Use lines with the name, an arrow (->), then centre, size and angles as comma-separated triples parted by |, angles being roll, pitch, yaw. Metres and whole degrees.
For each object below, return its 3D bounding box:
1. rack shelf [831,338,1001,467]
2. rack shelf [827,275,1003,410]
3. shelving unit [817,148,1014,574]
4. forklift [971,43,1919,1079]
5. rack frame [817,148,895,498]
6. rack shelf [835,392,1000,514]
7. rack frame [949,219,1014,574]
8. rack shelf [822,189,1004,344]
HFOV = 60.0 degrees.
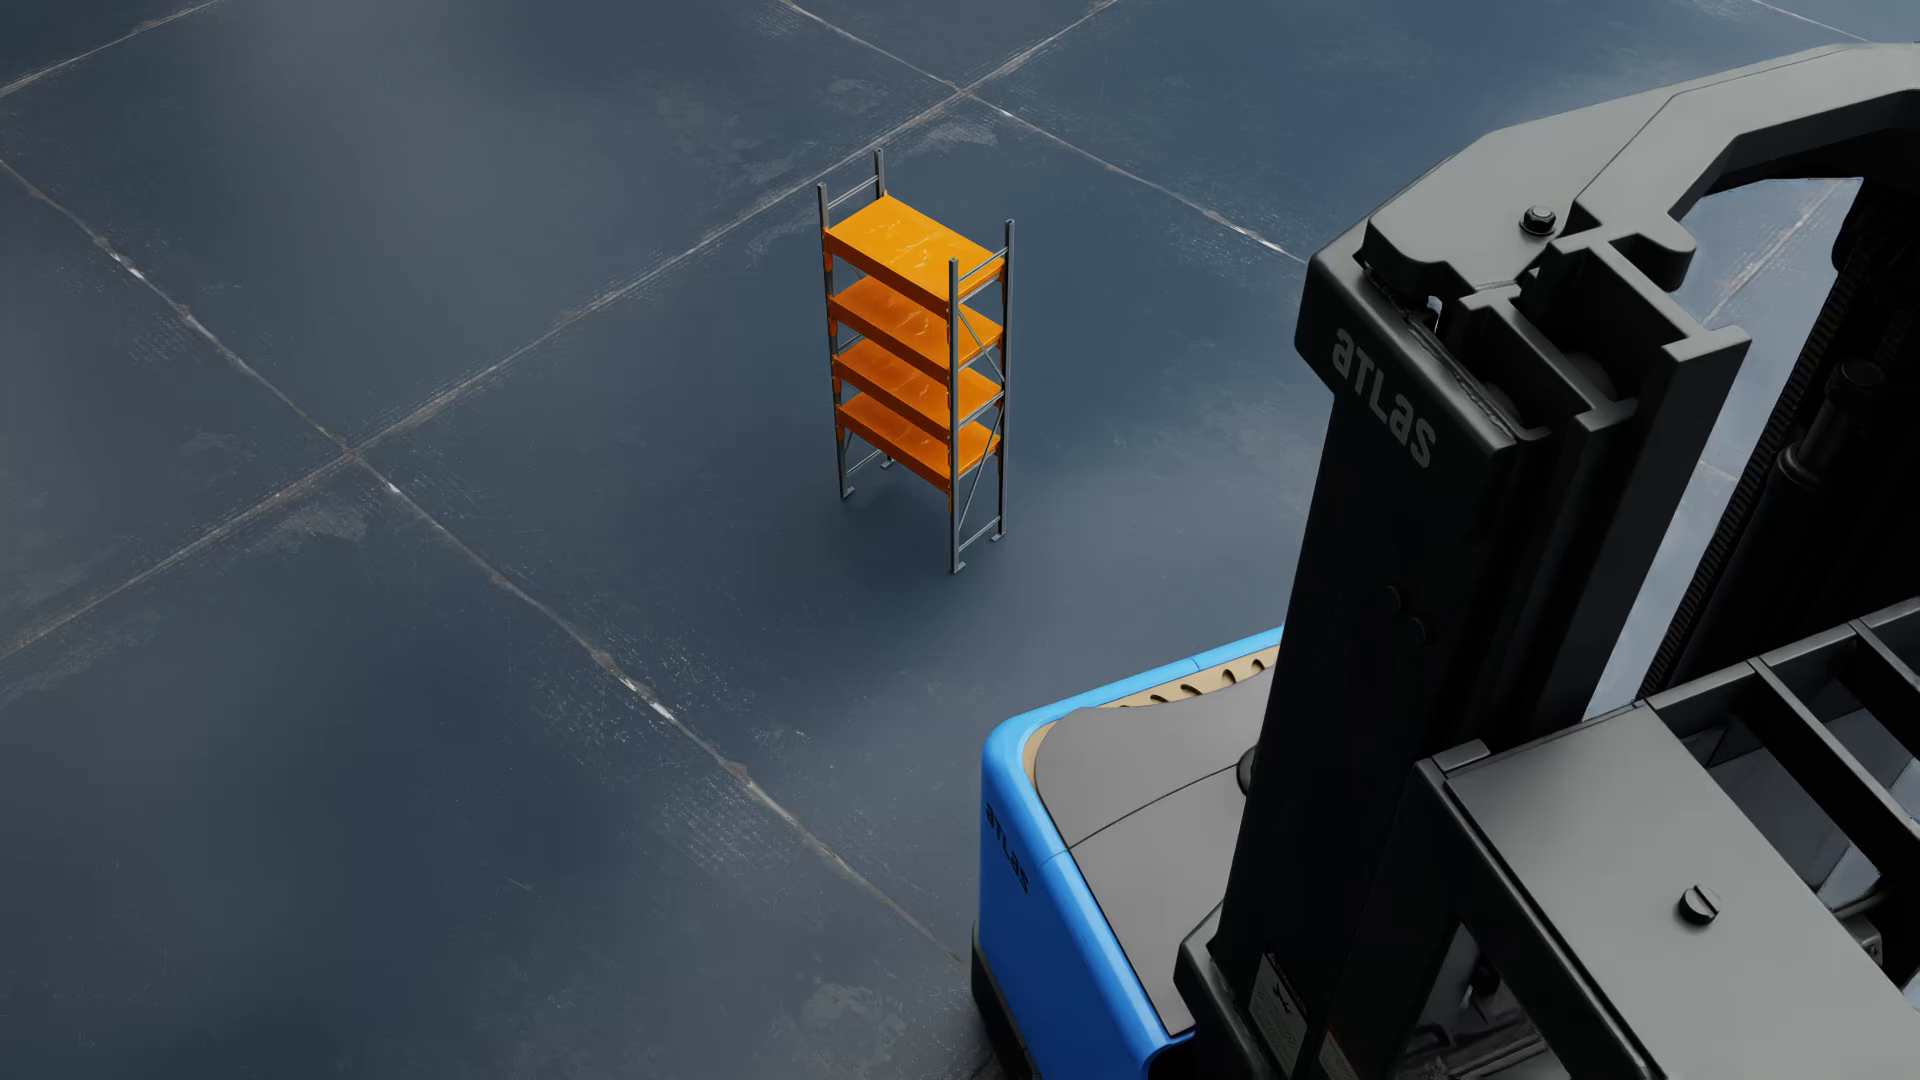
rack shelf -> -0.122, -0.446, 4.938 | 0.480, 0.148, 0.258 | 34, 55, 28
rack shelf -> -0.122, -0.600, 4.775 | 0.480, 0.148, 0.258 | 34, 55, 28
shelving unit -> -0.122, -0.493, 4.889 | 0.503, 1.200, 0.258 | 34, 55, 28
forklift -> 1.063, 0.975, 2.324 | 1.130, 2.935, 3.031 | -17, 49, -15
rack frame -> -0.301, -0.613, 5.003 | 0.015, 1.200, 0.240 | 34, 55, 28
rack shelf -> -0.122, -0.311, 5.083 | 0.480, 0.148, 0.258 | 34, 55, 28
rack frame -> 0.058, -0.372, 4.776 | 0.015, 1.200, 0.240 | 34, 55, 28
rack shelf -> -0.122, -0.762, 4.603 | 0.480, 0.148, 0.258 | 34, 55, 28
